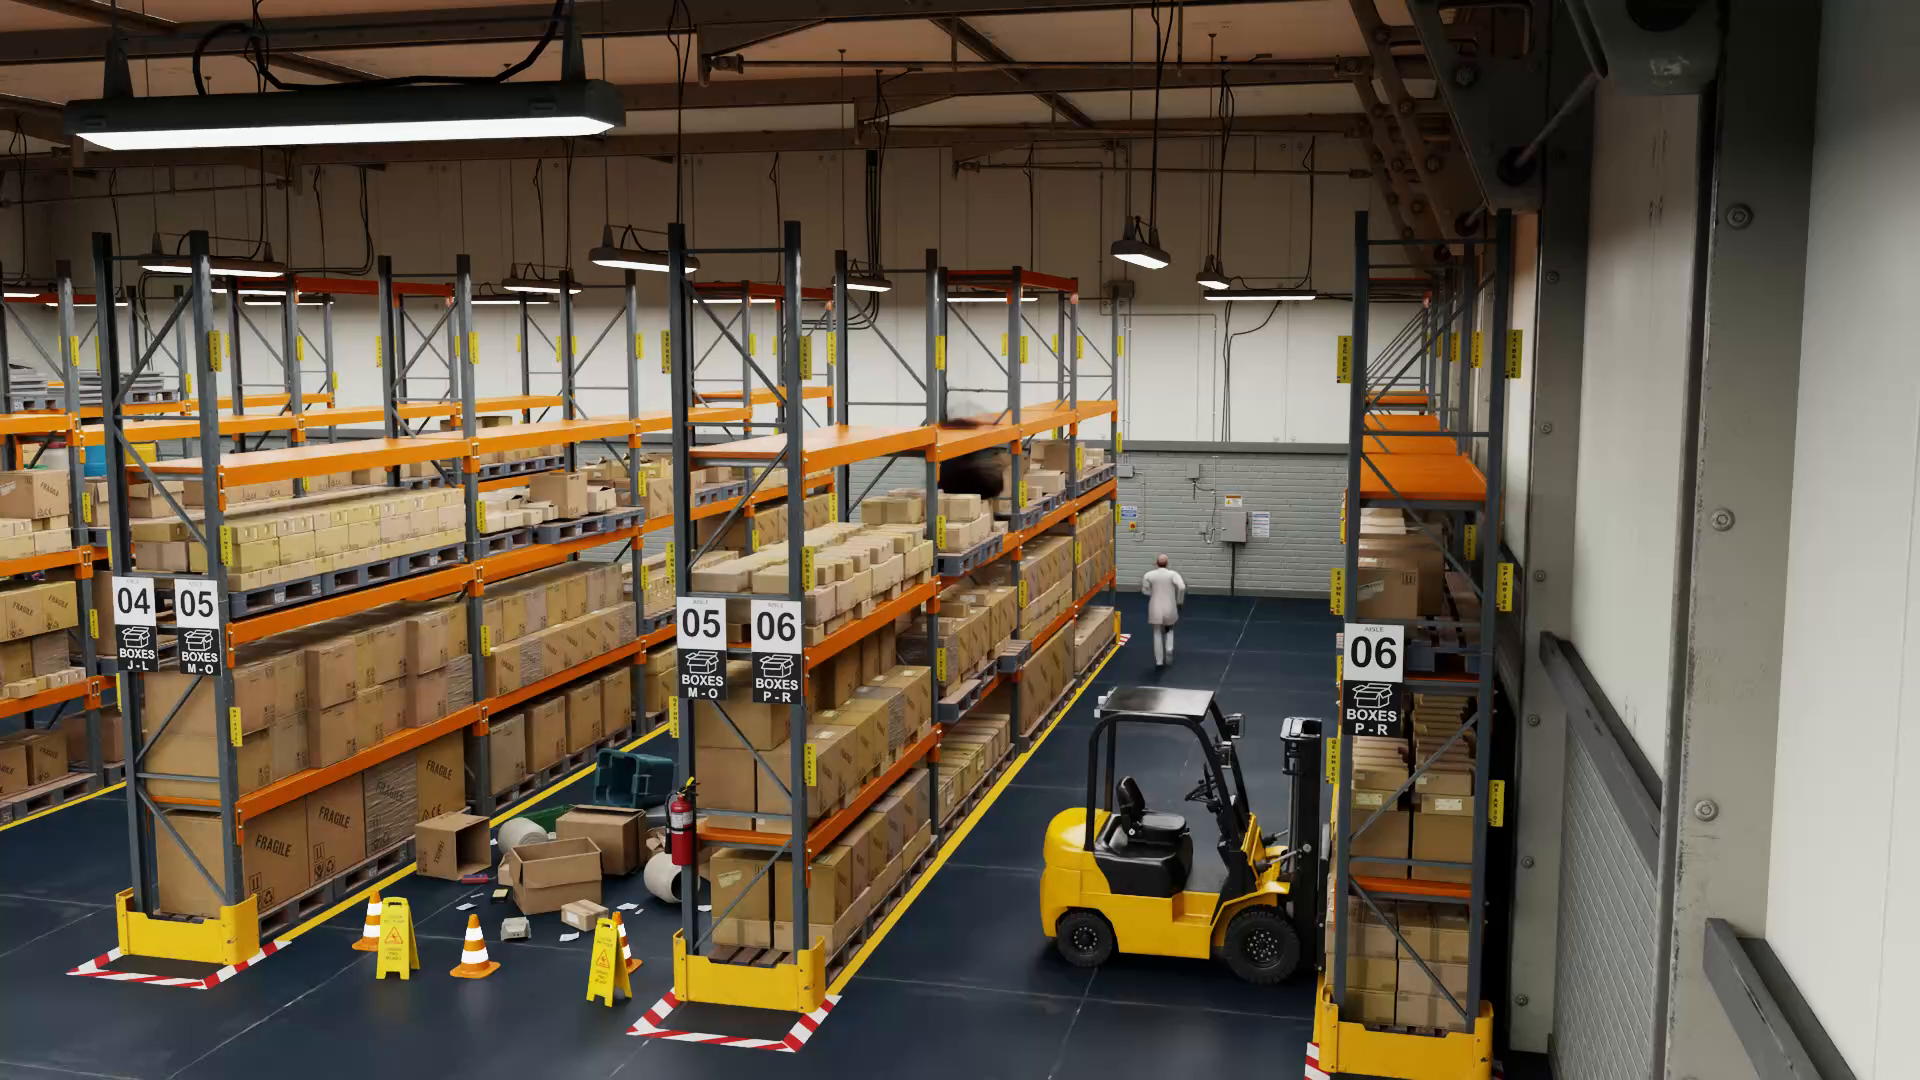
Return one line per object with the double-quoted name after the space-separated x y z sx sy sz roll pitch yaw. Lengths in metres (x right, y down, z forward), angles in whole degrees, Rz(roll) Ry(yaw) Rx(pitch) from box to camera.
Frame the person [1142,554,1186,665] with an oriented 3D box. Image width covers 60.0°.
3.199 1.104 26.172 0.675 1.790 0.762 1 7 6 "person"
